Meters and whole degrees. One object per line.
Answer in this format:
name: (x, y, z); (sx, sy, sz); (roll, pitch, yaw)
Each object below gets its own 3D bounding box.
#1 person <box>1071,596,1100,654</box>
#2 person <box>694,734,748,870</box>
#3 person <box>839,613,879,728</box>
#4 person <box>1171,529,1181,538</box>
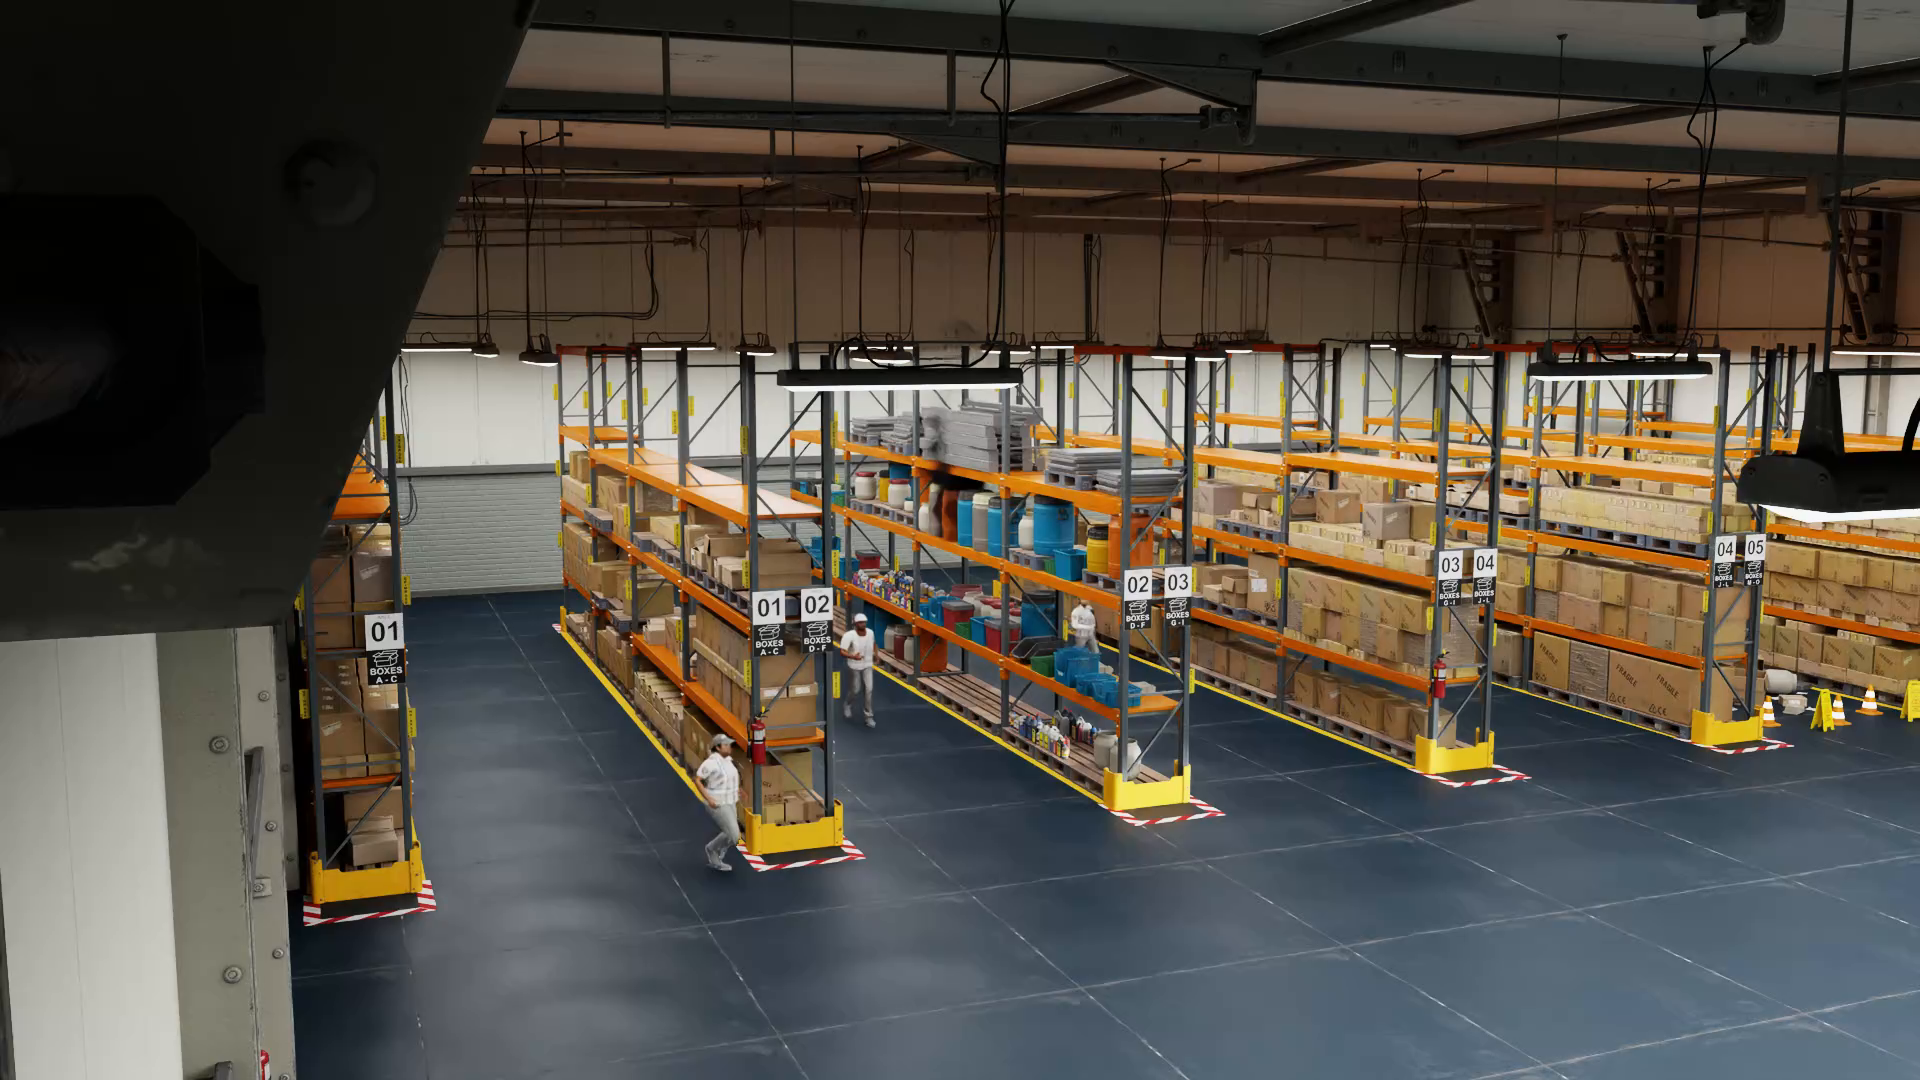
person: (2.262, 1.735, 29.660); (0.616, 1.678, 0.613); (-4, 8, -30)
person: (-2.748, 3.075, 19.404); (0.508, 1.630, 0.616); (3, 8, 23)
person: (-1.610, 2.057, 26.759); (0.723, 1.795, 0.864); (-4, 8, -28)
person: (5.327, 0.203, 41.483); (0.868, 1.769, 0.749); (-2, 8, -18)
